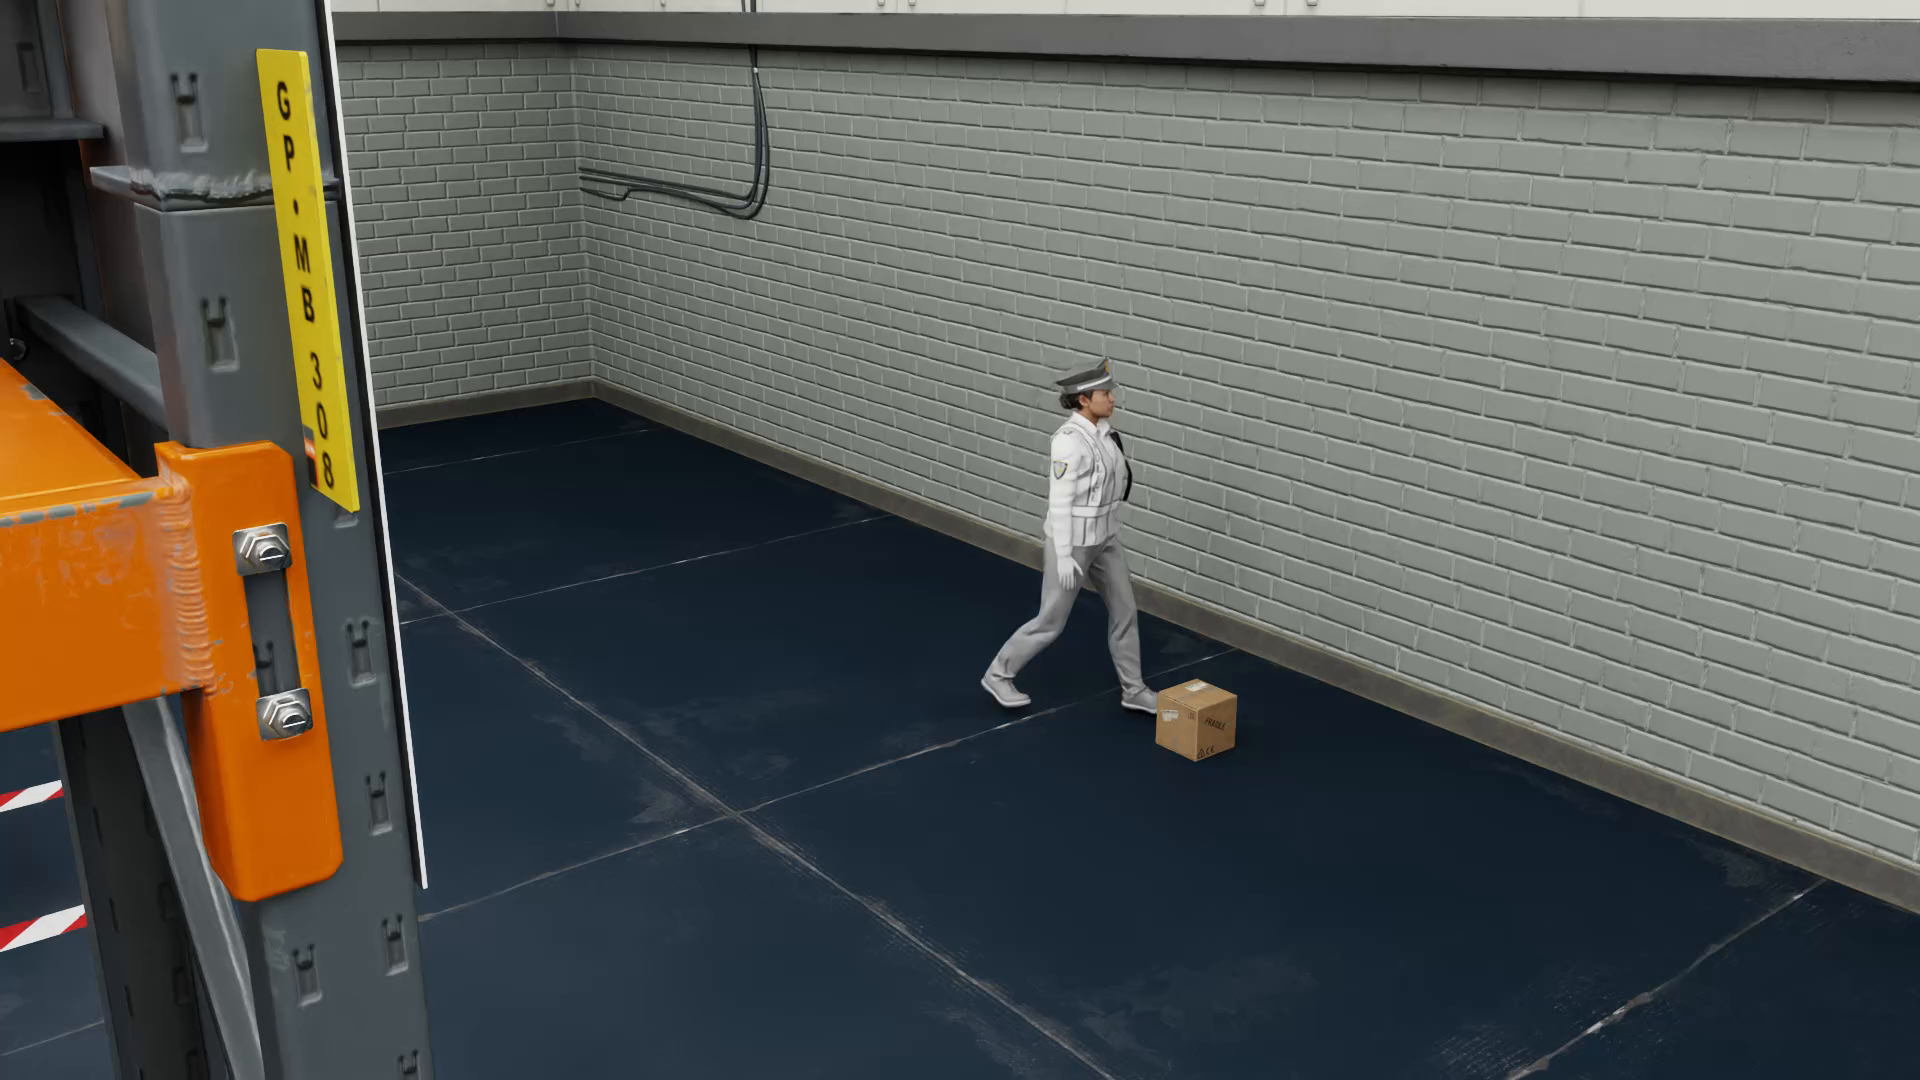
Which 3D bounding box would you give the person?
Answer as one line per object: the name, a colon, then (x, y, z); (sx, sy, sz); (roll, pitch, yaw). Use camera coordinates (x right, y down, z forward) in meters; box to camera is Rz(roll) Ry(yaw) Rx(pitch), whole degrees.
person: (0.560, -0.003, 7.499); (0.872, 1.645, 0.523); (10, 21, 30)
